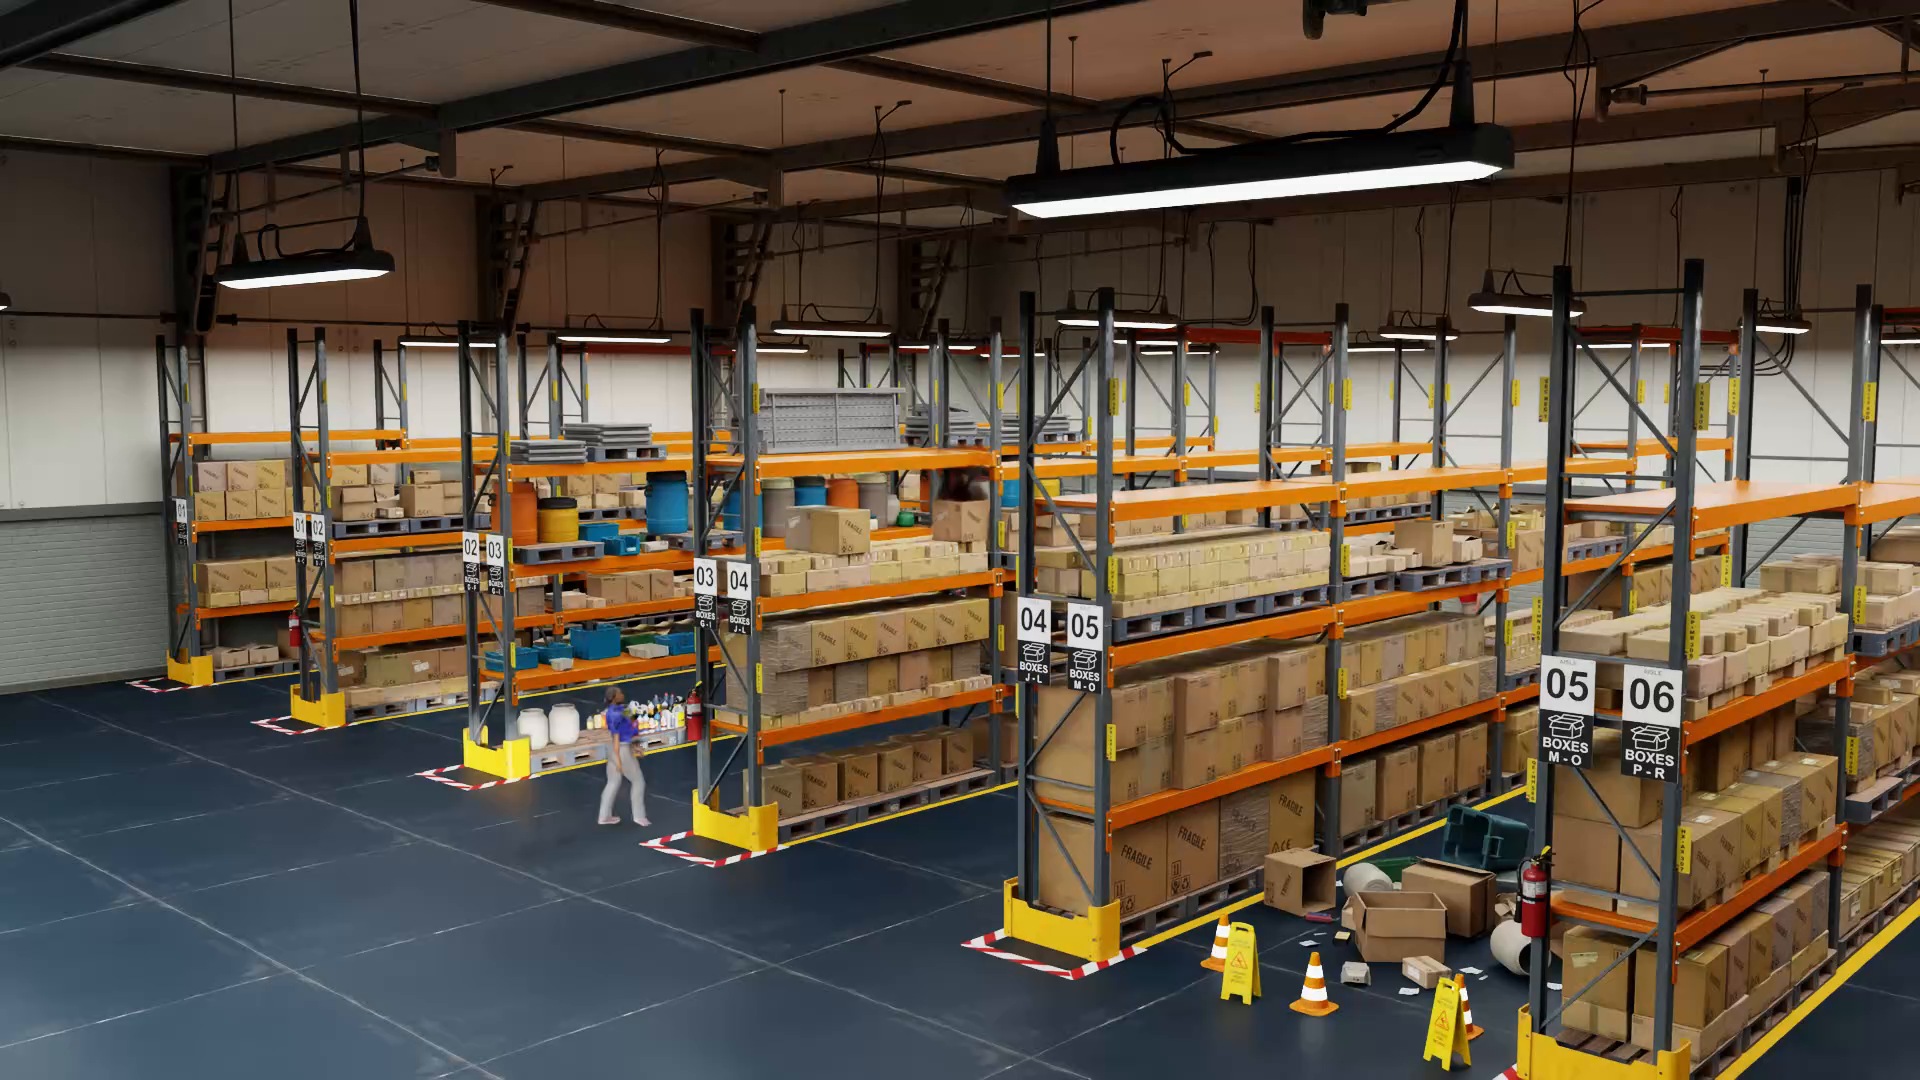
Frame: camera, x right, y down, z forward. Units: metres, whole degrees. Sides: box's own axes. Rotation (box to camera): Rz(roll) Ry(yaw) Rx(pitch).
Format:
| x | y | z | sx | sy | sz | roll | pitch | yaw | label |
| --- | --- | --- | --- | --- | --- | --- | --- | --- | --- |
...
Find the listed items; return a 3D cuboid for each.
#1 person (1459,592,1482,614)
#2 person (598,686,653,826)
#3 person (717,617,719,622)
| x | y | z | sx | sy | sz | roll | pitch | yaw | label |
| --- | --- | --- | --- | --- | --- | --- | --- | --- | --- |
| 9.791 | 1.317 | 31.776 | 0.676 | 1.714 | 0.541 | -1 | 5 | -8 | person |
| -3.930 | 2.550 | 19.458 | 0.639 | 1.706 | 0.446 | -3 | 6 | -28 | person |
| -5.113 | 1.175 | 33.339 | 0.617 | 1.645 | 1.028 | 5 | 7 | 43 | person |
